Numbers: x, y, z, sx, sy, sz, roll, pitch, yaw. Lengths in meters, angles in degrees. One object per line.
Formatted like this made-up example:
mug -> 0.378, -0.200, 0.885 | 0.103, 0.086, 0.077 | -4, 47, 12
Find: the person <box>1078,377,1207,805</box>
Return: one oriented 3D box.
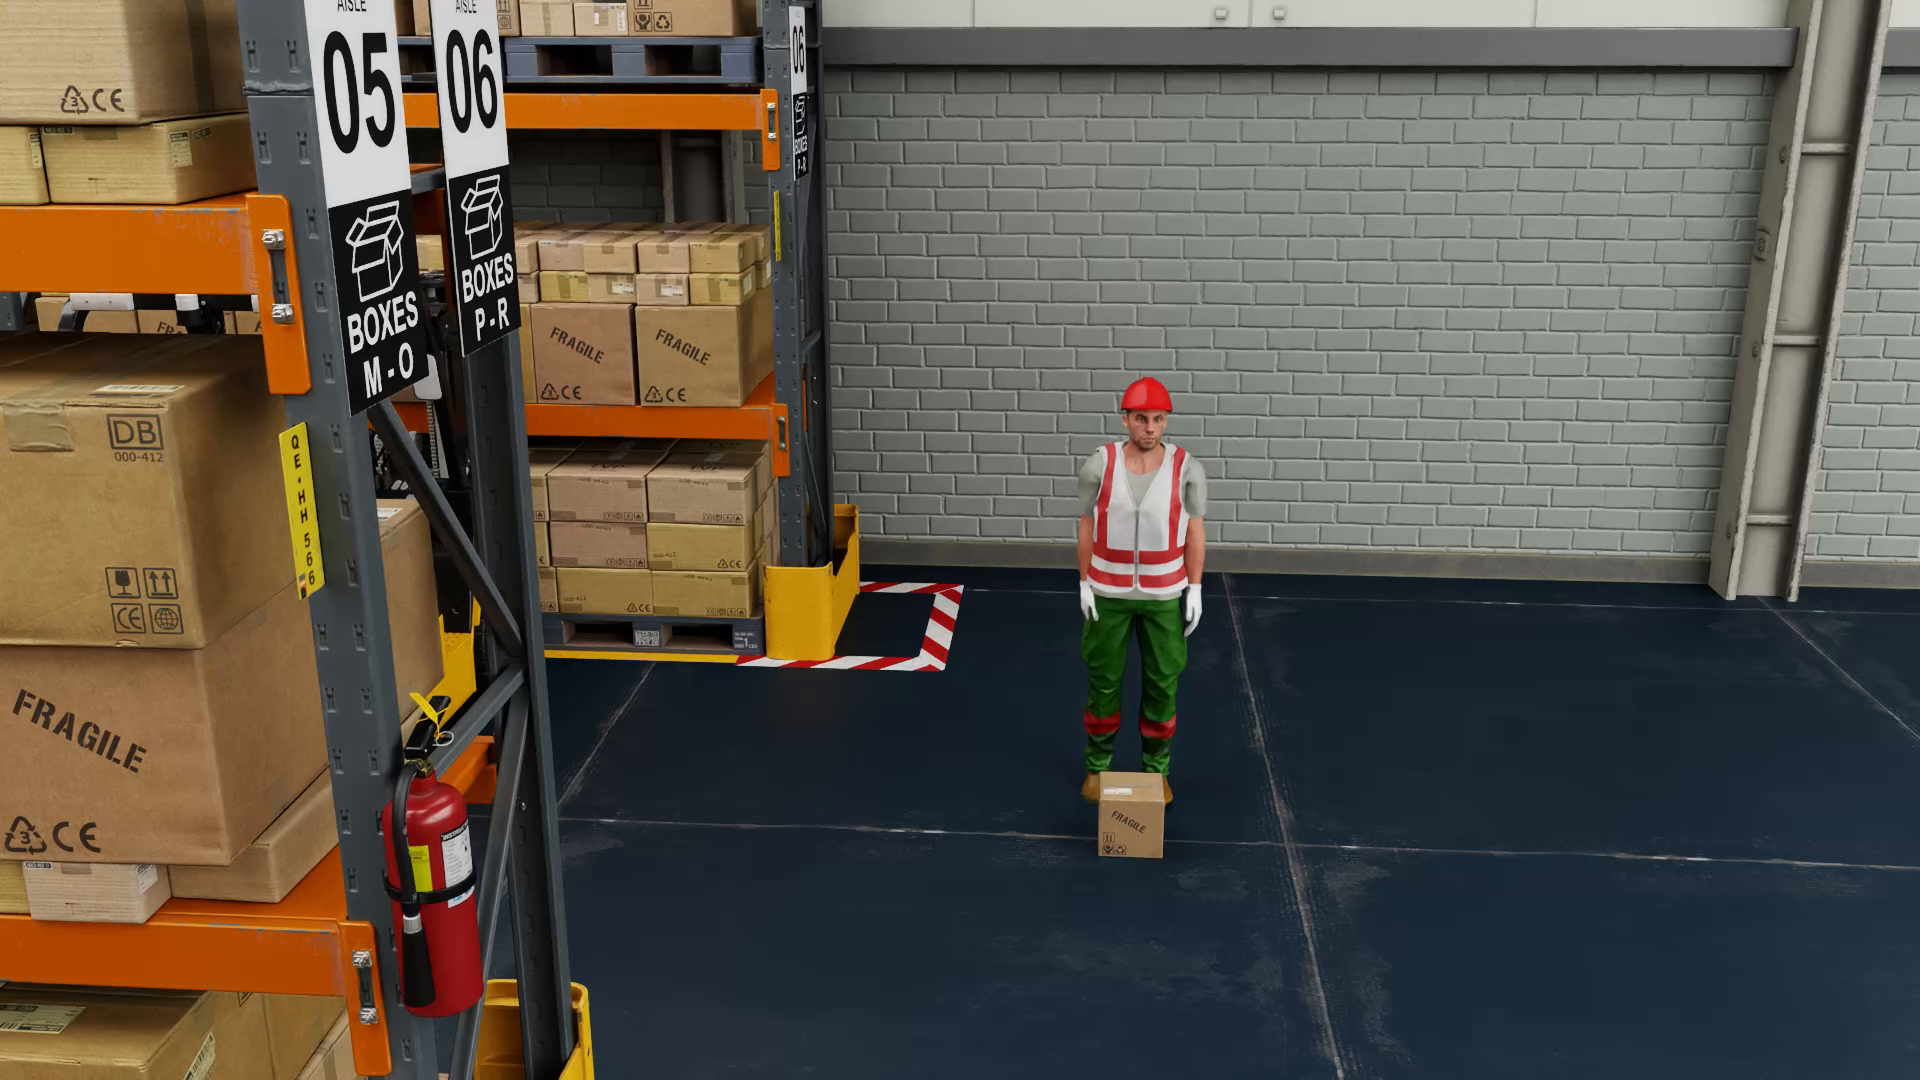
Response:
person -> 0.735, 0.224, 6.818 | 0.524, 1.805, 0.342 | 2, 17, 5
